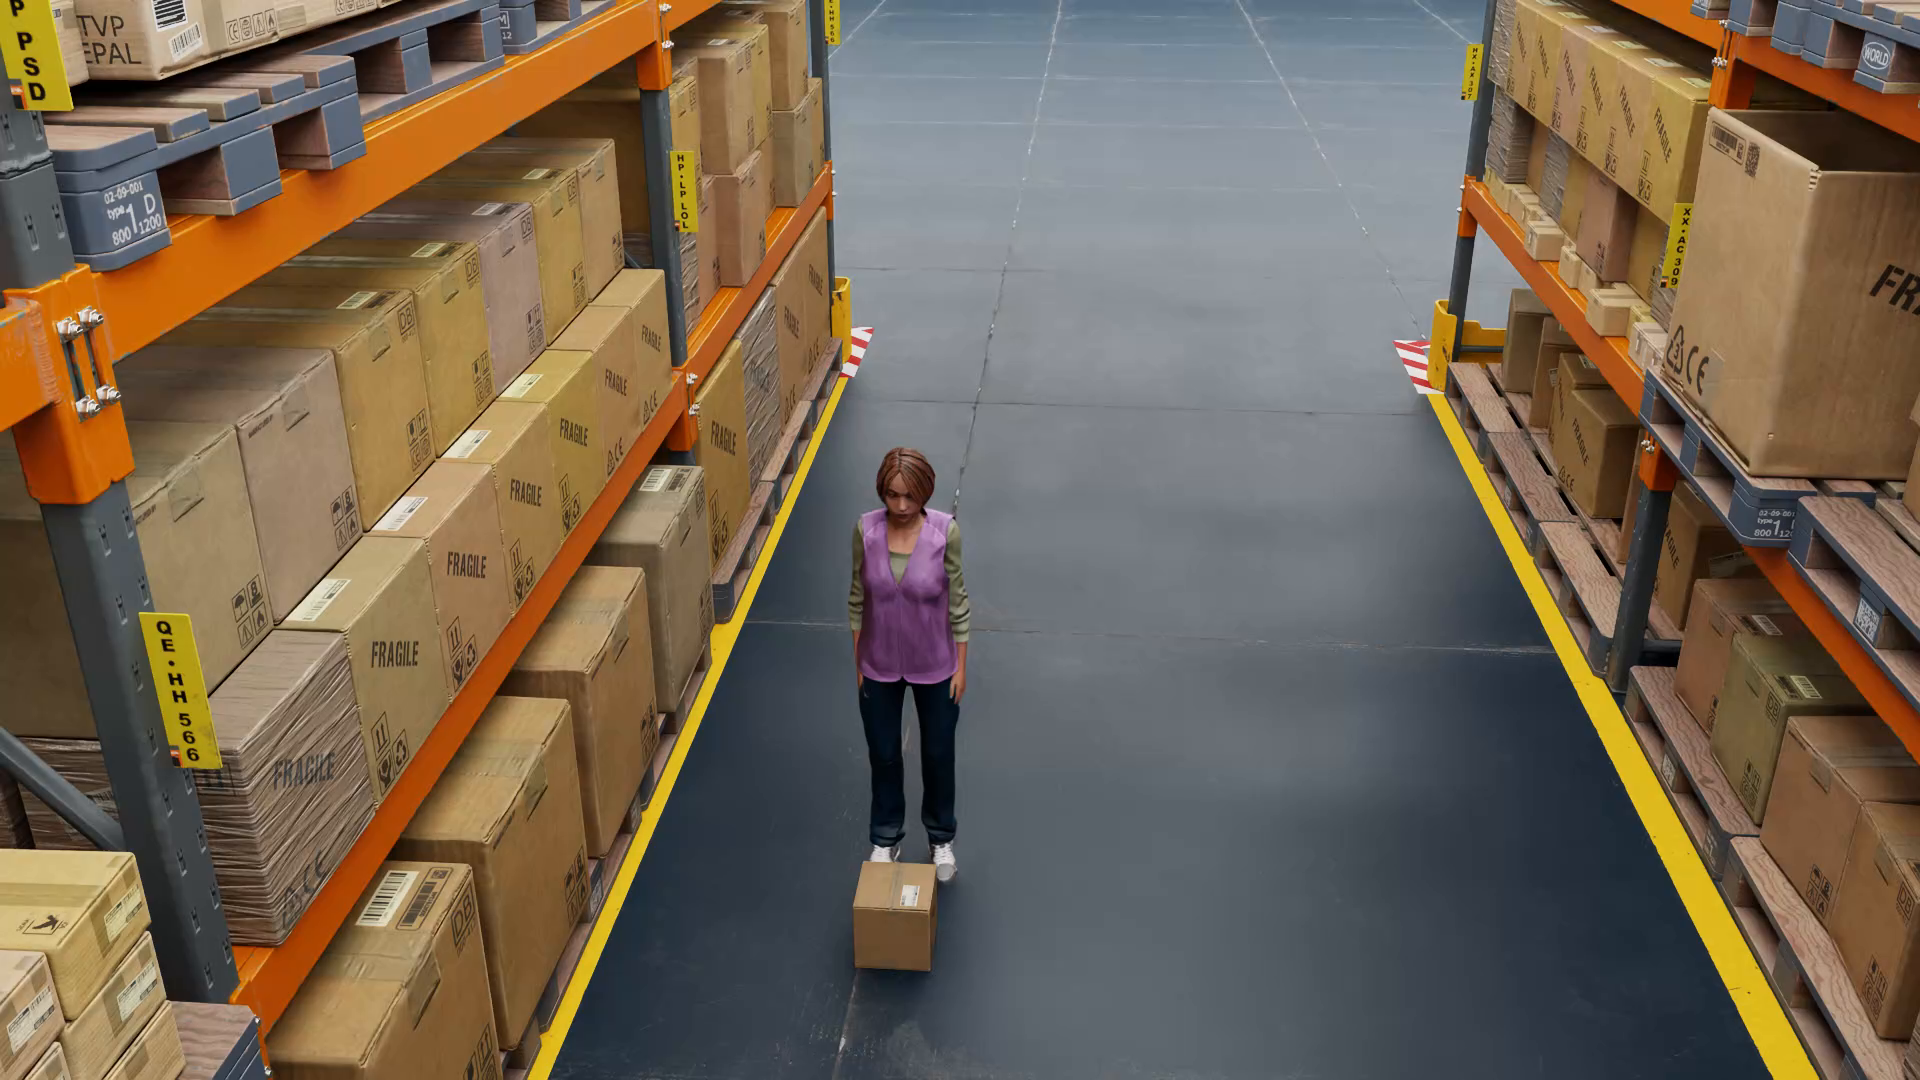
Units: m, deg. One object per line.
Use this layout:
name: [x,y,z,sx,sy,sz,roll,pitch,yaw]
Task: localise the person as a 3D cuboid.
person: [-0.174,0.474,5.659,0.413,1.589,0.330,2,25,5]
